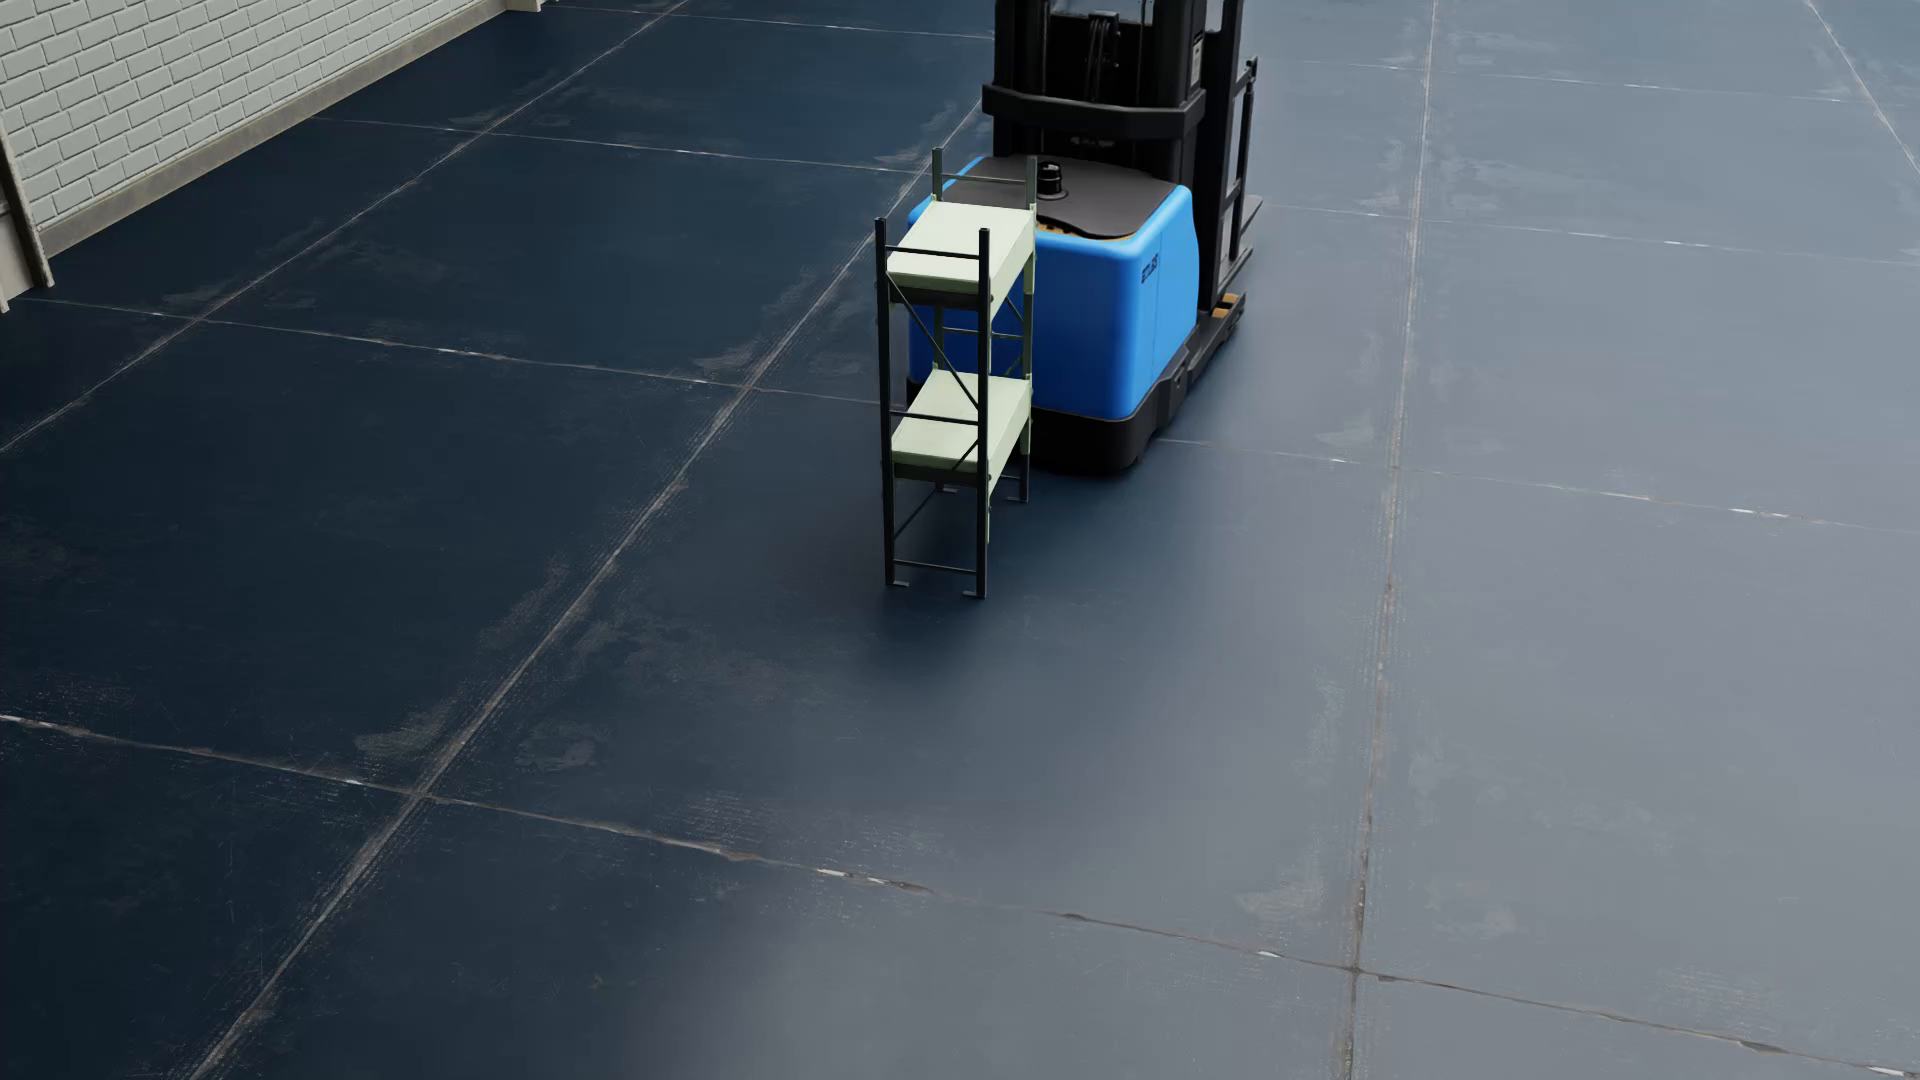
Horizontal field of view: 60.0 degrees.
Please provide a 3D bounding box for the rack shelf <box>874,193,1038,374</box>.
[{"bbox_3d":[-0.002,-0.959,6.133,0.431,0.370,0.720,8,33,12],"label":"rack shelf"}]

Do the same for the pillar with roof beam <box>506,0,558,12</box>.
[{"bbox_3d":[0.640,-7.618,10.346,9.100,9.000,0.400,8,33,12],"label":"pillar with roof beam"}]

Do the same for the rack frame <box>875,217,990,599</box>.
[{"bbox_3d":[-0.095,-0.440,6.043,0.400,1.500,0.023,8,33,12],"label":"rack frame"}]

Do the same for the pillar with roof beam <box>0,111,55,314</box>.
[{"bbox_3d":[-0.882,-4.505,5.448,9.100,9.000,0.400,8,33,12],"label":"pillar with roof beam"}]

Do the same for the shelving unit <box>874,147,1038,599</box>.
[{"bbox_3d":[-0.002,-0.629,6.342,0.431,1.500,0.755,8,33,12],"label":"shelving unit"}]

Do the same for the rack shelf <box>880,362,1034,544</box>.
[{"bbox_3d":[-0.002,-0.354,6.517,0.431,0.370,0.720,8,33,12],"label":"rack shelf"}]

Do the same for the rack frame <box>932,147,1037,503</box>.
[{"bbox_3d":[0.091,-0.819,6.641,0.400,1.500,0.023,8,33,12],"label":"rack frame"}]

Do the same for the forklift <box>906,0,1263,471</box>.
[{"bbox_3d":[0.805,-2.310,7.651,1.130,2.935,3.031,13,35,19],"label":"forklift"}]
